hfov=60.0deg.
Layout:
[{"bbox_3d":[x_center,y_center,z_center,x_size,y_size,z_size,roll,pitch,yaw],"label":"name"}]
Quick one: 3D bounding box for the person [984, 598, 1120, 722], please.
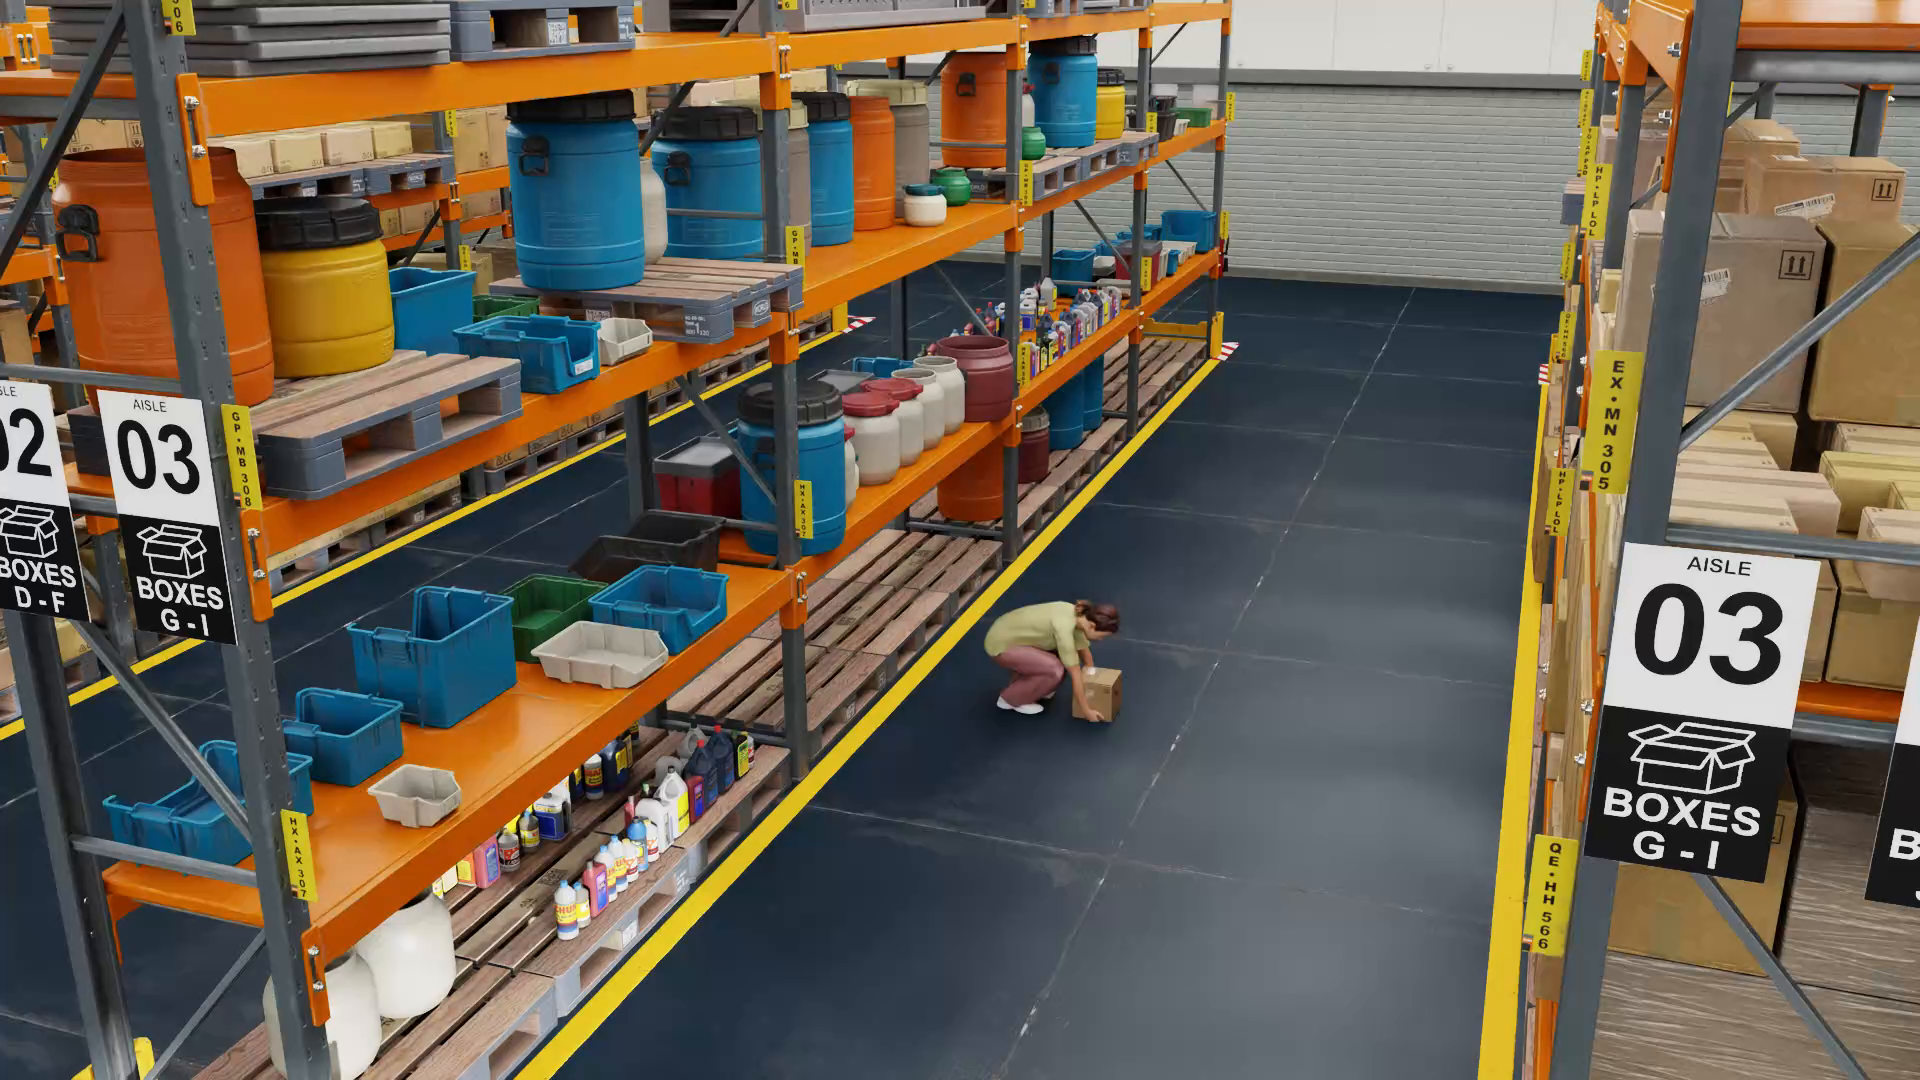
[{"bbox_3d":[0.574,0.745,10.461,0.844,0.773,0.468,6,20,17],"label":"person"}]
